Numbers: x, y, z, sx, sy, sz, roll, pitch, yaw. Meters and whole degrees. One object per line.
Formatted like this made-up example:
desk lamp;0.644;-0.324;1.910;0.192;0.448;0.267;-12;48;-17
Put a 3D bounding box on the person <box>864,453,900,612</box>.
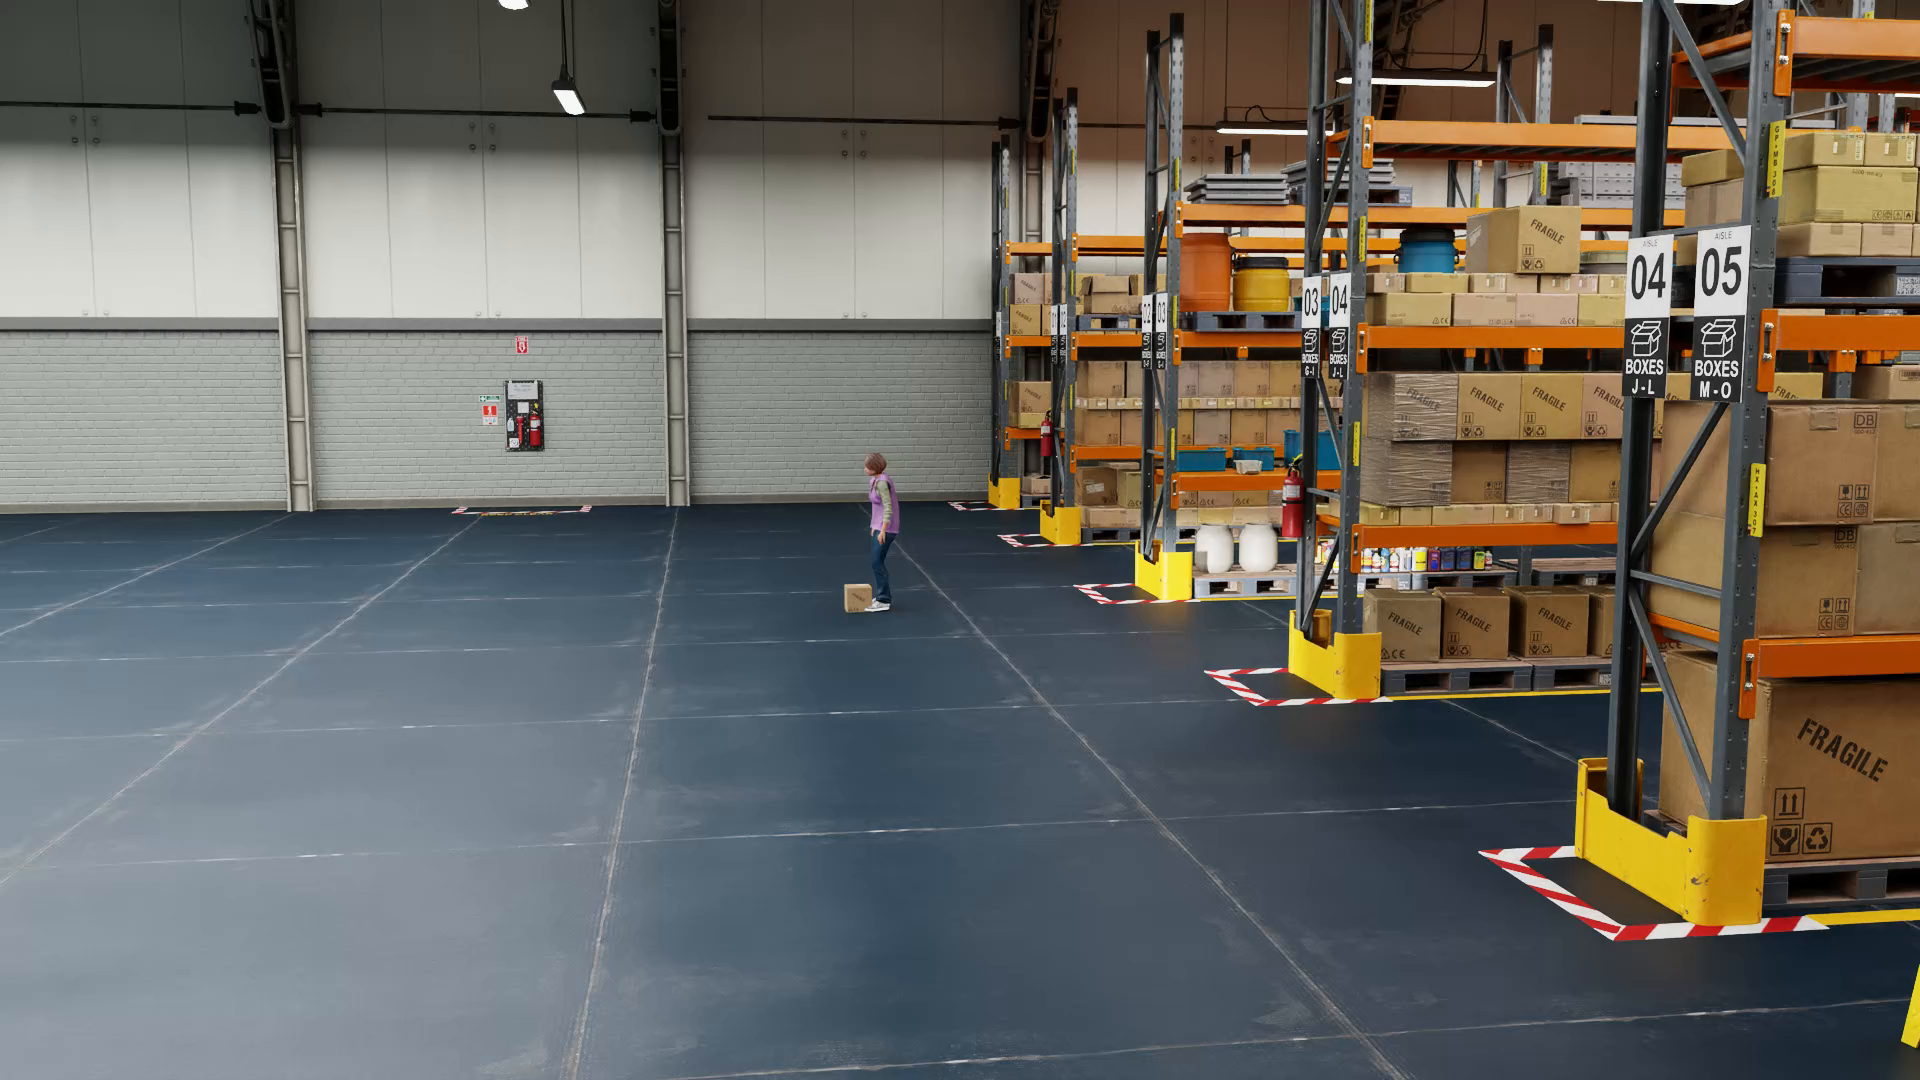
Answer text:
person;-0.809;-0.078;16.749;0.378;1.580;0.482;-1;7;-12
